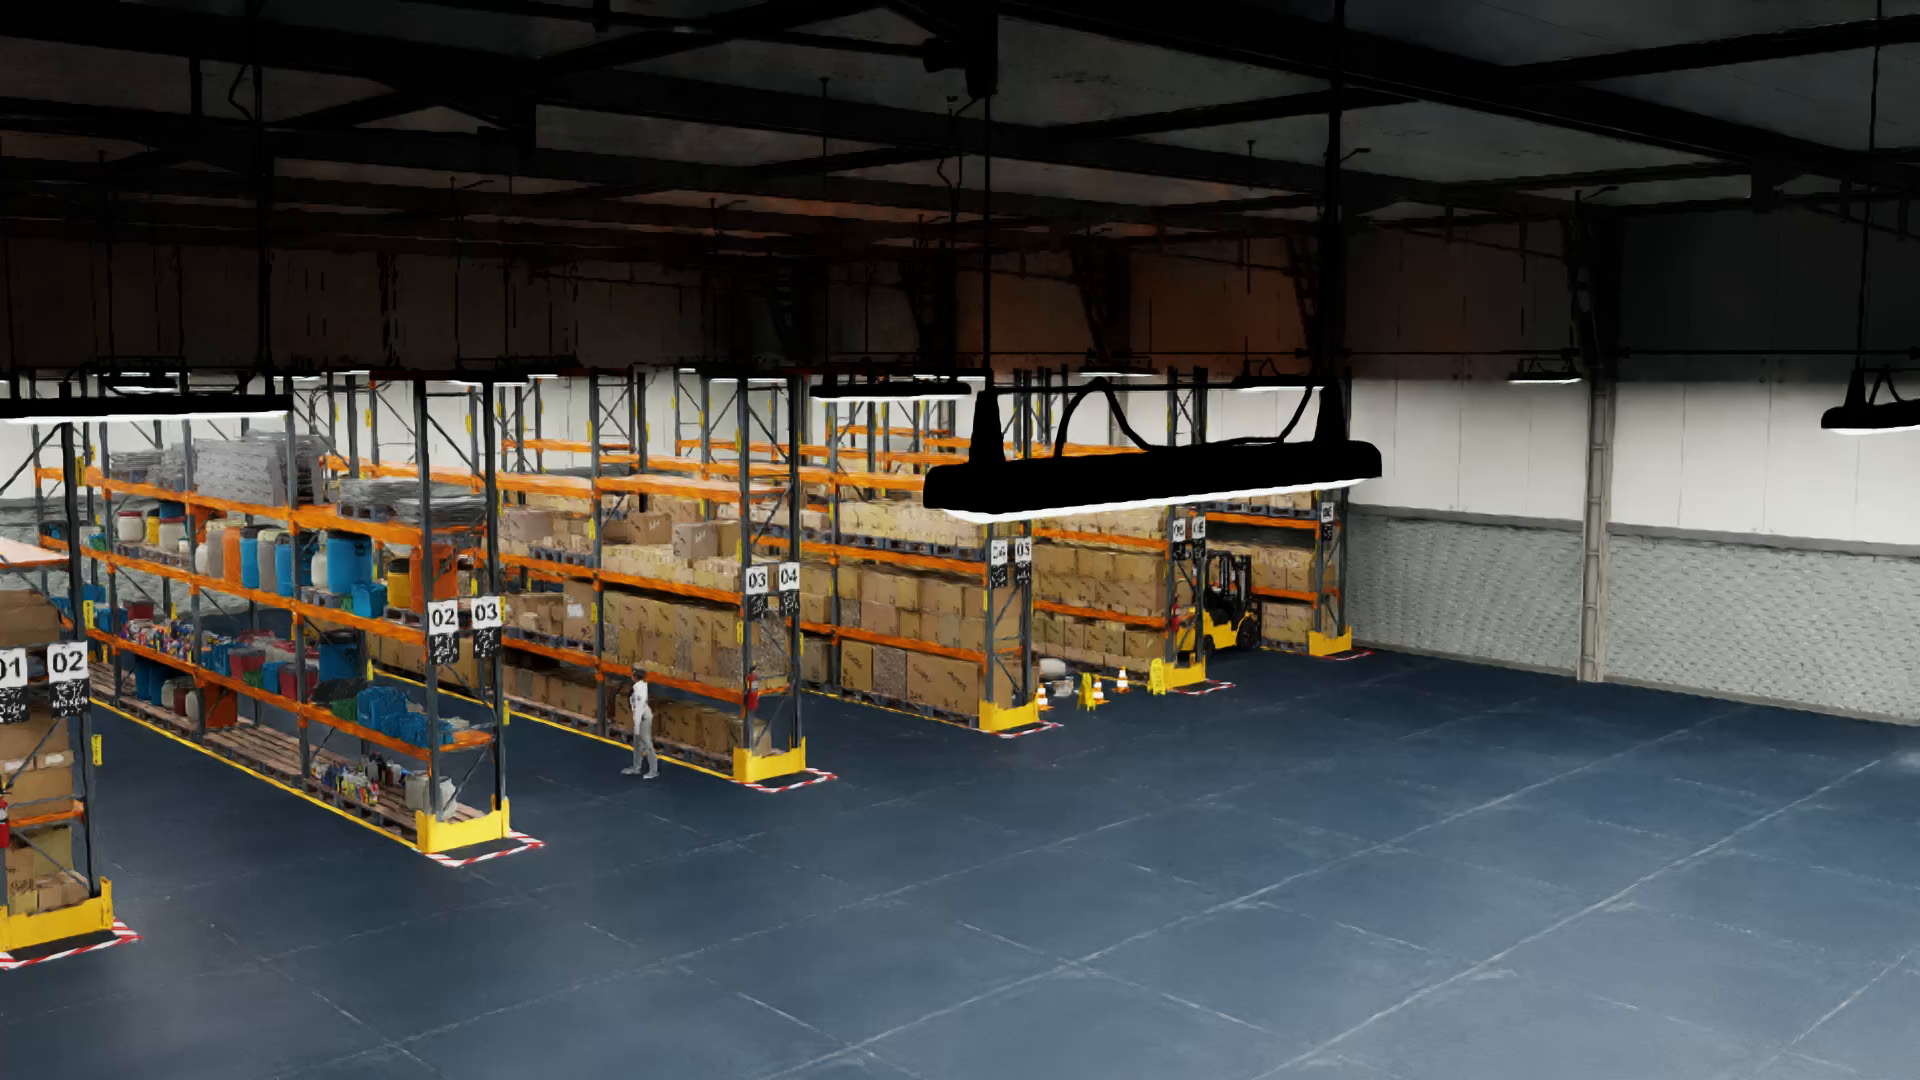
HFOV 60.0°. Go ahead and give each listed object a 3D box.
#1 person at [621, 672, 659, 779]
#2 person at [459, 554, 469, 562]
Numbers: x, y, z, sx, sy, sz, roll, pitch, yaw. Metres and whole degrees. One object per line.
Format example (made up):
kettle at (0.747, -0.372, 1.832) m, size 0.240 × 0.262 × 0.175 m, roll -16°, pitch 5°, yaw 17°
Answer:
person at (-4.796, 2.699, 24.817) m, size 0.544 × 1.652 × 0.572 m, roll -1°, pitch 7°, yaw -13°
person at (-11.531, 1.135, 38.503) m, size 0.549 × 1.735 × 0.702 m, roll 6°, pitch 9°, yaw 44°
